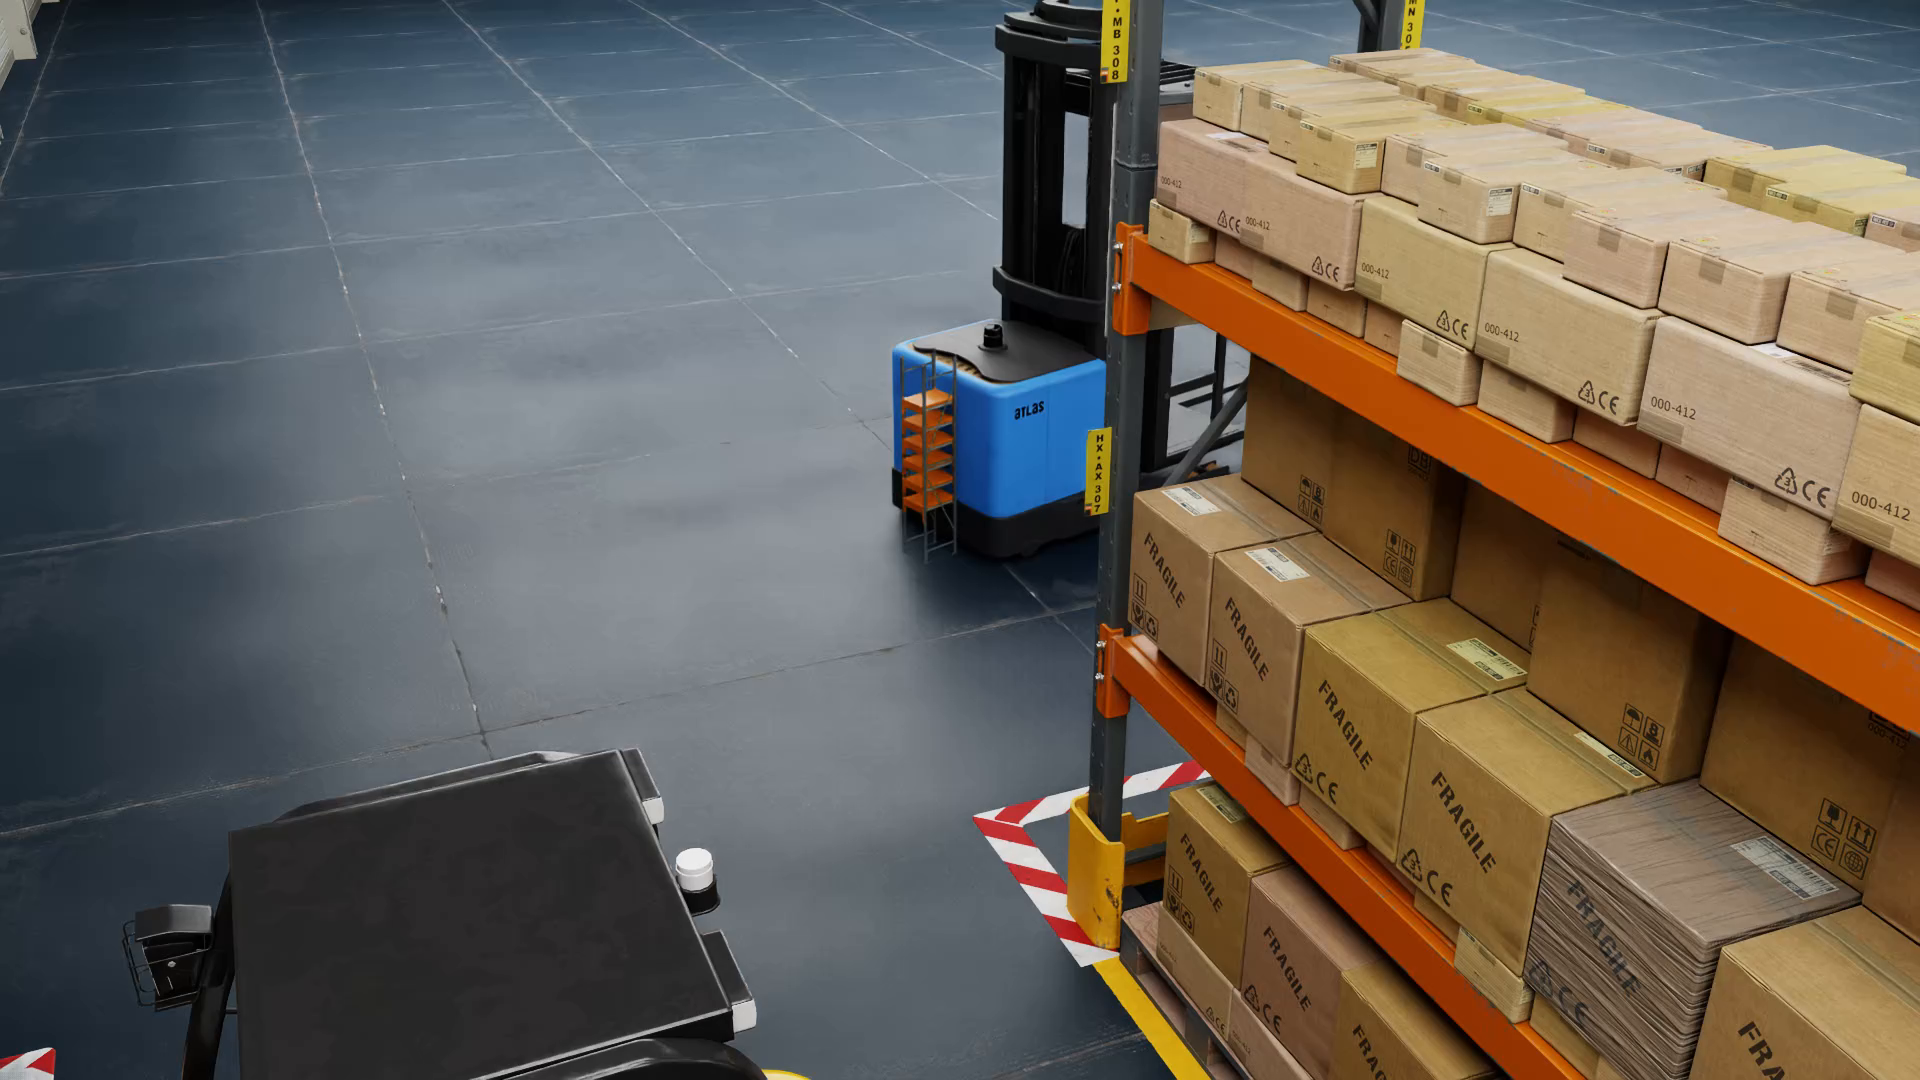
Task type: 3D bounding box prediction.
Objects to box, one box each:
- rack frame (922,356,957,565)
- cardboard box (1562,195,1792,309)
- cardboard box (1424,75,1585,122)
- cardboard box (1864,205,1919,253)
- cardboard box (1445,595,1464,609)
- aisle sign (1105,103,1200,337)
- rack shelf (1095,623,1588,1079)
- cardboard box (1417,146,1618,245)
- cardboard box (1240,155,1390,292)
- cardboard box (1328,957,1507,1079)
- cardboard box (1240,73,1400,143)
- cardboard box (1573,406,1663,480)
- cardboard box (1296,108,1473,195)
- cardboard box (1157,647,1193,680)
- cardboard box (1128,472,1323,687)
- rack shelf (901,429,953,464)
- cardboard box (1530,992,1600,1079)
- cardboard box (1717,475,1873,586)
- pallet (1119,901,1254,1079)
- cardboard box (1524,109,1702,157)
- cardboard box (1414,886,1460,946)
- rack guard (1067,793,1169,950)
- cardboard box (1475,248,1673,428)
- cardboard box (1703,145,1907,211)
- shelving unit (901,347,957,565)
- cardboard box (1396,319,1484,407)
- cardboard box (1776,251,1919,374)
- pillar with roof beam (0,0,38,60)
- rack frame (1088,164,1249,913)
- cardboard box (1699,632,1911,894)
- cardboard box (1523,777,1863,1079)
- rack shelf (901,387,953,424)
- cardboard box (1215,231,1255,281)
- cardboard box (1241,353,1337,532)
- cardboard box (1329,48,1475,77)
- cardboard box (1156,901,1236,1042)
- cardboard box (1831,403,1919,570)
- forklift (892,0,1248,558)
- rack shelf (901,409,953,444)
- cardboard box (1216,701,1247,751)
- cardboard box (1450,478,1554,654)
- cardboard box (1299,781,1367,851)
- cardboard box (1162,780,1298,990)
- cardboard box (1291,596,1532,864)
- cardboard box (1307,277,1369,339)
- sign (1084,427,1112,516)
[{"bbox_3d":[-0.112,-0.430,9.263,0.240,1.200,0.006,-21,33,-36],"label":"rack frame"},{"bbox_3d":[1.533,-0.621,3.562,0.380,0.149,0.250,-10,28,-20],"label":"cardboard box"},{"bbox_3d":[1.573,-1.240,4.829,0.380,0.149,0.250,-11,28,-21],"label":"cardboard box"},{"bbox_3d":[2.169,-0.621,3.561,0.380,0.149,0.250,-11,28,-21],"label":"cardboard box"},{"bbox_3d":[1.644,0.253,5.359,0.500,0.500,0.500,-11,28,-20],"label":"cardboard box"},{"bbox_3d":[0.677,-1.083,5.585,0.394,0.787,0.004,-11,28,-21],"label":"aisle sign"},{"bbox_3d":[1.770,1.188,4.718,1.077,0.370,4.000,-11,28,-21],"label":"rack shelf"},{"bbox_3d":[1.334,-0.830,3.989,0.380,0.149,0.250,-10,28,-19],"label":"cardboard box"},{"bbox_3d":[1.126,-0.903,4.594,0.500,0.250,0.500,-11,28,-21],"label":"cardboard box"},{"bbox_3d":[1.455,1.564,4.928,0.500,0.500,0.500,-10,28,-20],"label":"cardboard box"},{"bbox_3d":[1.051,-1.258,4.867,0.380,0.149,0.250,-11,28,-21],"label":"cardboard box"},{"bbox_3d":[1.631,-0.278,3.769,0.380,0.149,0.250,-11,28,-21],"label":"cardboard box"},{"bbox_3d":[1.122,-1.033,4.405,0.380,0.149,0.250,-11,28,-21],"label":"cardboard box"},{"bbox_3d":[0.929,0.343,5.915,0.380,0.149,0.250,-10,28,-20],"label":"cardboard box"},{"bbox_3d":[0.917,0.118,5.637,0.500,0.500,0.500,-11,28,-21],"label":"cardboard box"},{"bbox_3d":[-0.171,-0.528,9.293,0.258,0.103,0.180,-21,33,-36],"label":"rack shelf"},{"bbox_3d":[1.673,1.190,4.181,0.380,0.149,0.250,-11,28,-22],"label":"cardboard box"},{"bbox_3d":[1.759,-0.056,3.313,0.380,0.149,0.250,-10,28,-19],"label":"cardboard box"},{"bbox_3d":[1.302,1.675,6.079,1.003,0.211,1.213,-11,28,-21],"label":"pallet"},{"bbox_3d":[1.714,-1.028,4.396,0.380,0.149,0.250,-11,28,-21],"label":"cardboard box"},{"bbox_3d":[1.494,0.980,4.610,0.380,0.149,0.250,-11,28,-22],"label":"cardboard box"},{"bbox_3d":[1.016,1.211,6.699,1.175,0.500,0.348,-11,28,-21],"label":"rack guard"},{"bbox_3d":[1.534,-0.489,3.745,0.500,0.250,0.500,-10,28,-20],"label":"cardboard box"},{"bbox_3d":[2.022,-0.837,4.004,0.380,0.149,0.250,-10,28,-19],"label":"cardboard box"},{"bbox_3d":[-0.171,-0.461,9.326,0.258,1.200,0.189,-21,33,-36],"label":"shelving unit"},{"bbox_3d":[1.327,-0.467,4.155,0.380,0.149,0.250,-10,28,-20],"label":"cardboard box"},{"bbox_3d":[1.806,-0.430,3.170,0.380,0.149,0.250,-11,28,-22],"label":"cardboard box"},{"bbox_3d":[-9.574,-11.777,23.614,9.100,9.000,0.400,-11,28,-21],"label":"pillar with roof beam"},{"bbox_3d":[0.986,0.057,6.214,1.000,3.000,0.127,-11,28,-21],"label":"rack frame"},{"bbox_3d":[2.228,0.412,3.895,0.700,0.500,0.500,-11,28,-22],"label":"cardboard box"},{"bbox_3d":[1.735,0.942,3.950,0.500,0.500,0.500,-10,28,-19],"label":"cardboard box"},{"bbox_3d":[-0.171,-0.744,9.187,0.258,0.103,0.180,-21,33,-36],"label":"rack shelf"},{"bbox_3d":[1.003,-0.897,5.037,0.380,0.149,0.250,-12,28,-22],"label":"cardboard box"},{"bbox_3d":[1.387,-0.402,5.562,0.700,0.500,0.500,-11,28,-22],"label":"cardboard box"},{"bbox_3d":[1.391,-1.450,5.260,0.380,0.149,0.250,-10,28,-20],"label":"cardboard box"},{"bbox_3d":[1.048,1.477,5.961,0.500,0.250,0.500,-11,28,-21],"label":"cardboard box"},{"bbox_3d":[1.933,-0.078,2.904,0.500,0.250,0.500,-11,28,-21],"label":"cardboard box"},{"bbox_3d":[1.053,-1.732,9.956,3.031,2.935,1.130,-20,32,-35],"label":"forklift"},{"bbox_3d":[-0.171,-0.636,9.240,0.258,0.103,0.180,-21,33,-36],"label":"rack shelf"},{"bbox_3d":[1.070,0.563,5.463,0.380,0.149,0.250,-12,28,-22],"label":"cardboard box"},{"bbox_3d":[1.873,-0.008,4.755,0.700,0.500,0.500,-11,28,-21],"label":"cardboard box"},{"bbox_3d":[1.259,0.772,5.035,0.380,0.149,0.250,-10,28,-19],"label":"cardboard box"},{"bbox_3d":[1.058,1.150,5.777,0.500,0.500,0.500,-12,28,-22],"label":"cardboard box"},{"bbox_3d":[1.323,0.532,4.789,0.500,0.500,0.500,-11,28,-22],"label":"cardboard box"},{"bbox_3d":[1.194,-0.689,4.609,0.380,0.149,0.250,-11,28,-21],"label":"cardboard box"},{"bbox_3d":[0.487,-0.238,5.833,0.100,0.325,0.005,-11,28,-21],"label":"sign"}]
